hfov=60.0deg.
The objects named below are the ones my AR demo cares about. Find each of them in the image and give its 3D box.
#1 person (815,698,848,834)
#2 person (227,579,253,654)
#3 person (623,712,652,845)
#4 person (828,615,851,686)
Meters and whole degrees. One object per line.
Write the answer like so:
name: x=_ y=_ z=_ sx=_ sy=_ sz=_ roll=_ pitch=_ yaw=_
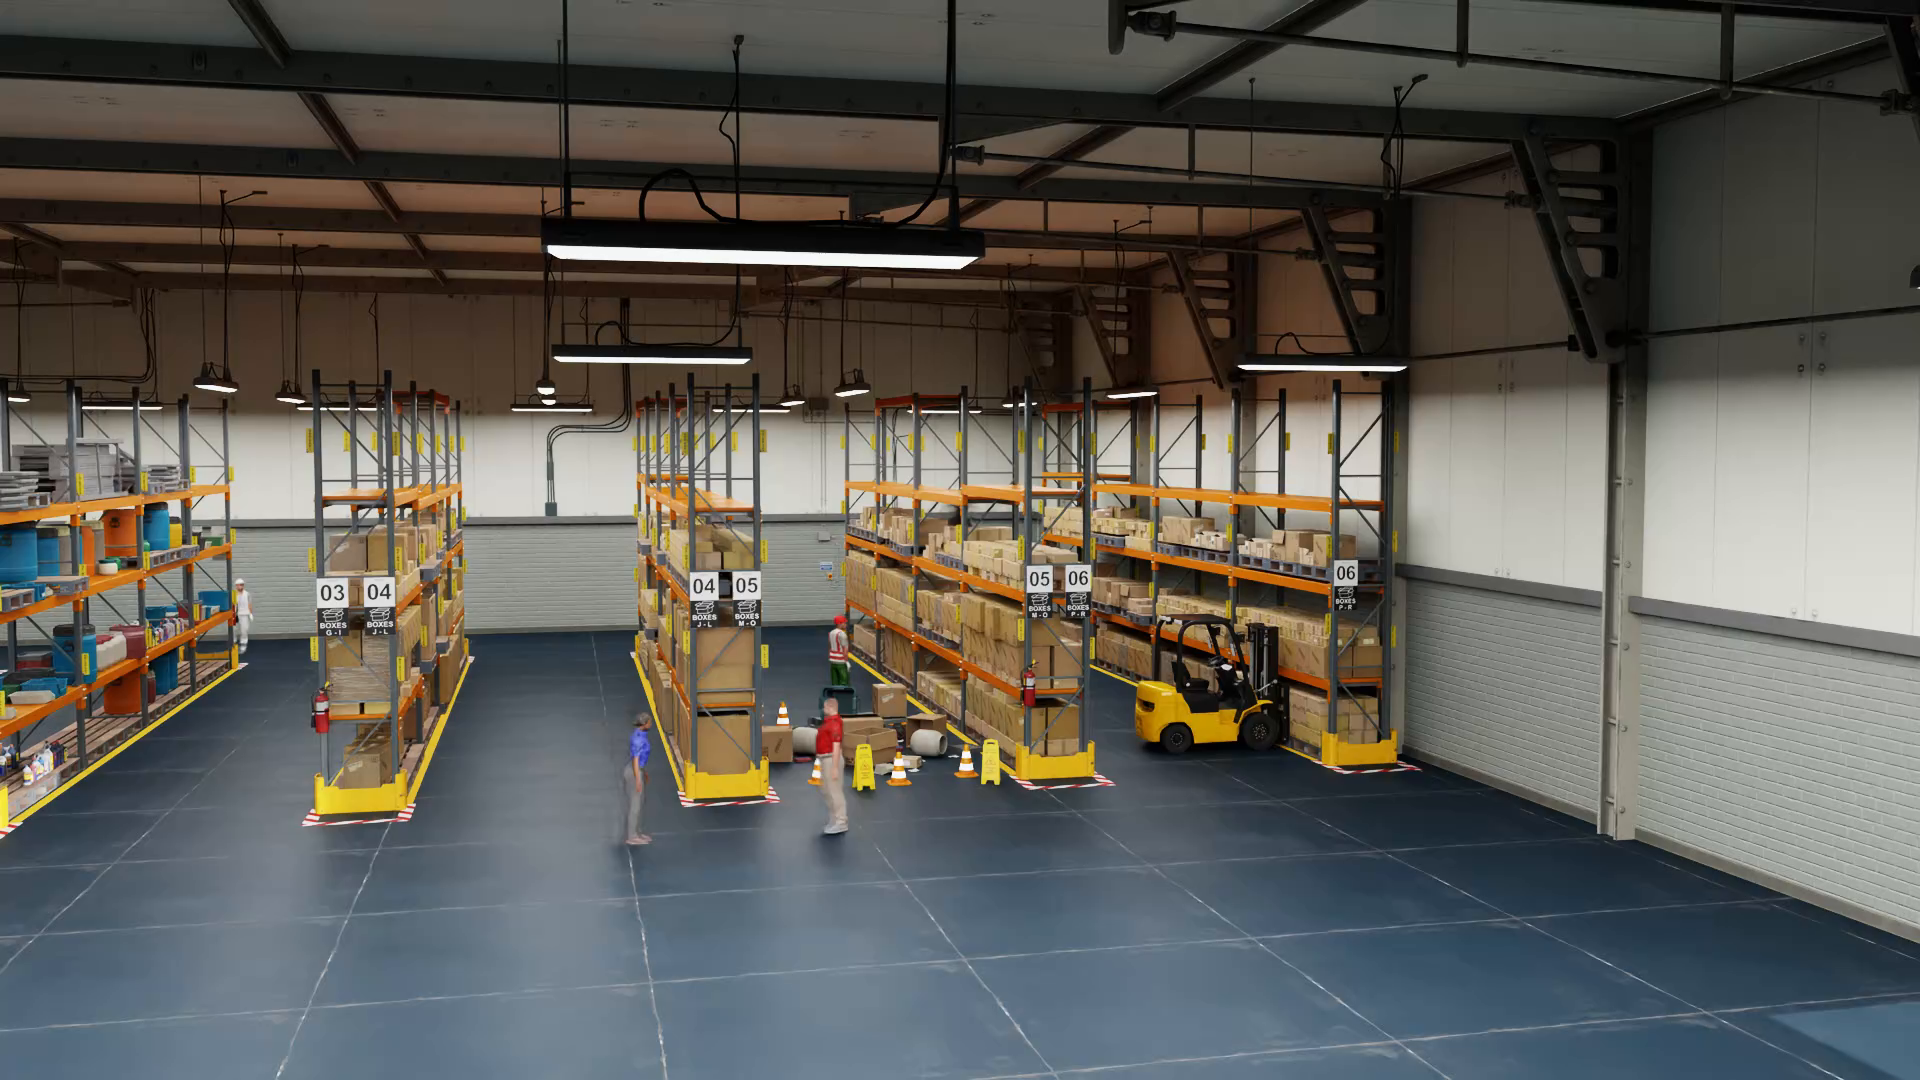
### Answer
person: x=-1.670 y=2.913 z=21.439 sx=0.394 sy=1.773 sz=0.658 roll=-1 pitch=3 yaw=-17
person: x=-17.199 y=1.862 z=39.702 sx=0.582 sy=1.871 sz=0.449 roll=-1 pitch=3 yaw=-16
person: x=-4.042 y=2.985 z=20.838 sx=0.362 sy=1.657 sz=0.468 roll=0 pitch=3 yaw=-6
person: x=-2.215 y=2.302 z=31.105 sx=0.412 sy=1.794 sz=0.617 roll=-3 pitch=4 yaw=-39
